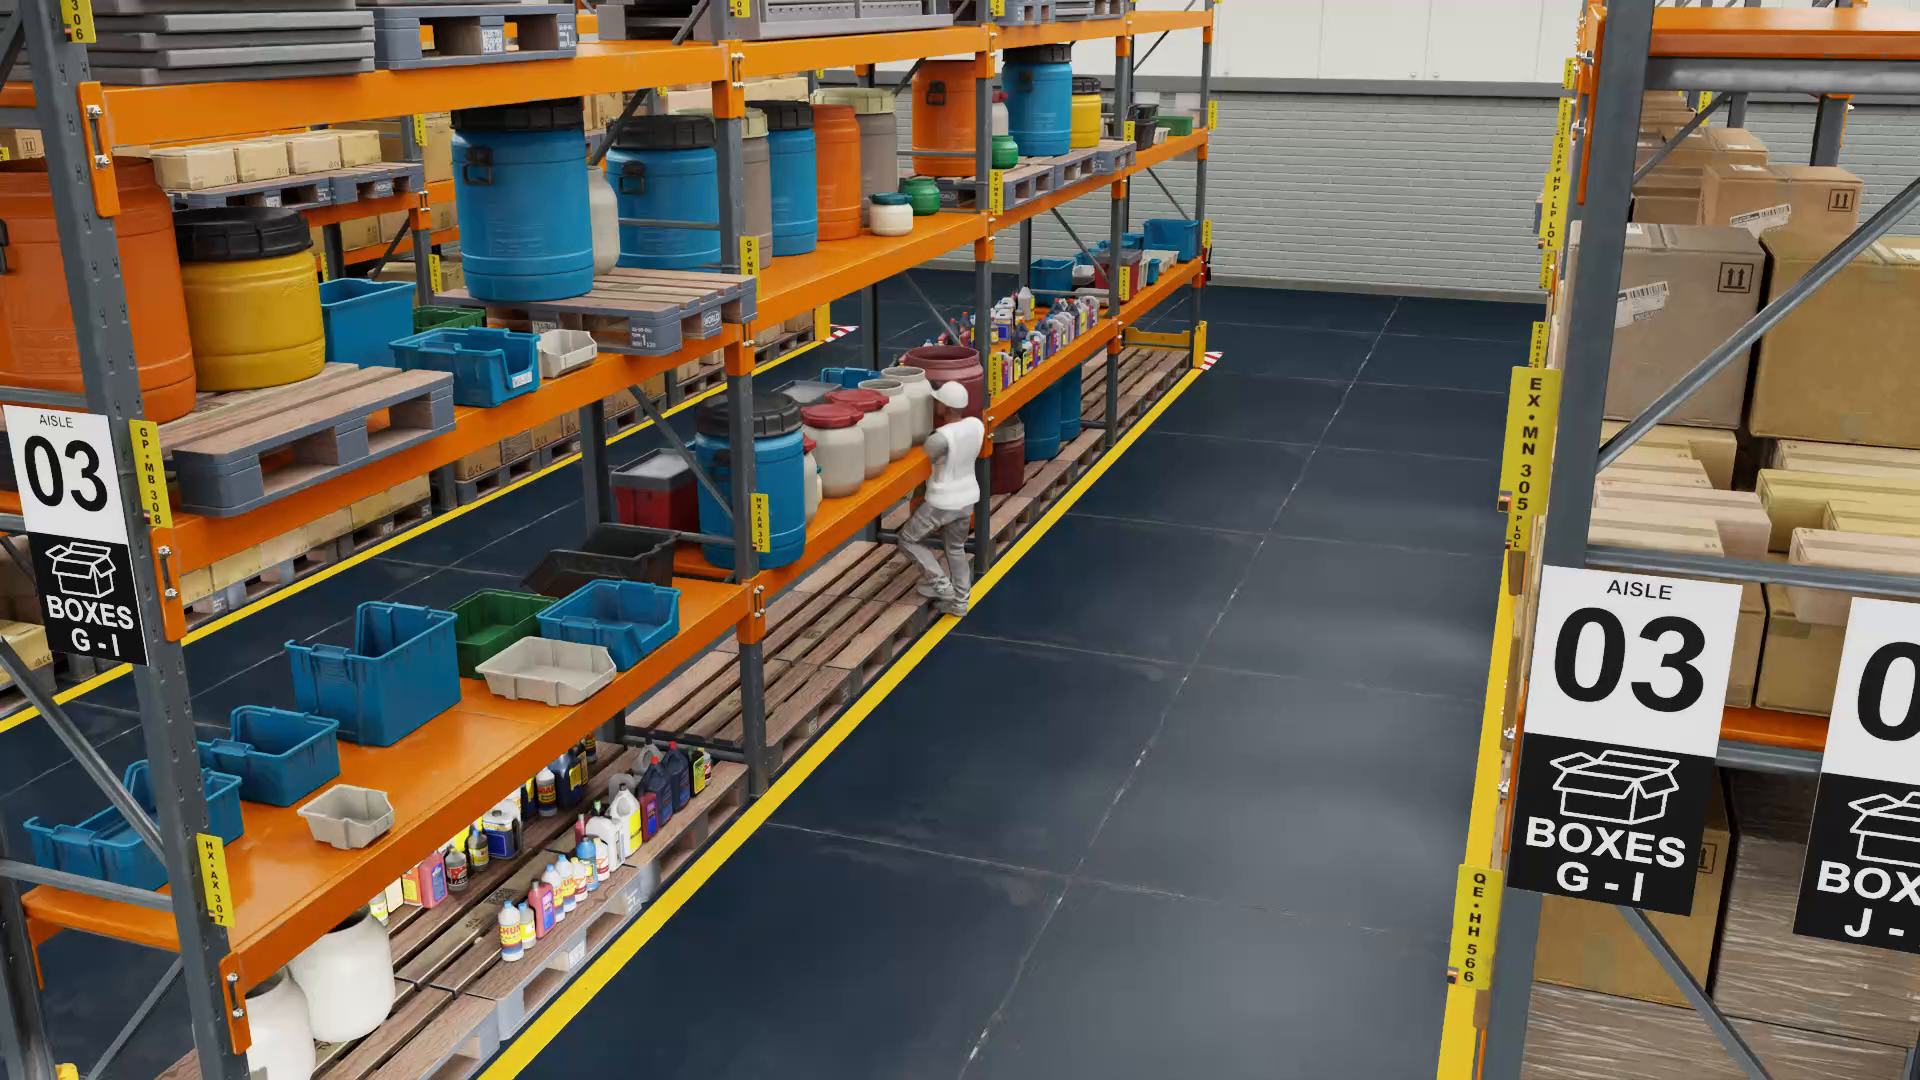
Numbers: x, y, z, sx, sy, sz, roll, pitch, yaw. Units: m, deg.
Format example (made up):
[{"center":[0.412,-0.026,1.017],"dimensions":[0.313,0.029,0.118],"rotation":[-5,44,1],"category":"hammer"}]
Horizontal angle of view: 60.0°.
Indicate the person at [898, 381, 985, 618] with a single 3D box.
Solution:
[{"center":[-0.166,-0.279,11.867],"dimensions":[0.576,1.780,0.480],"rotation":[14,23,35],"category":"person"}]
